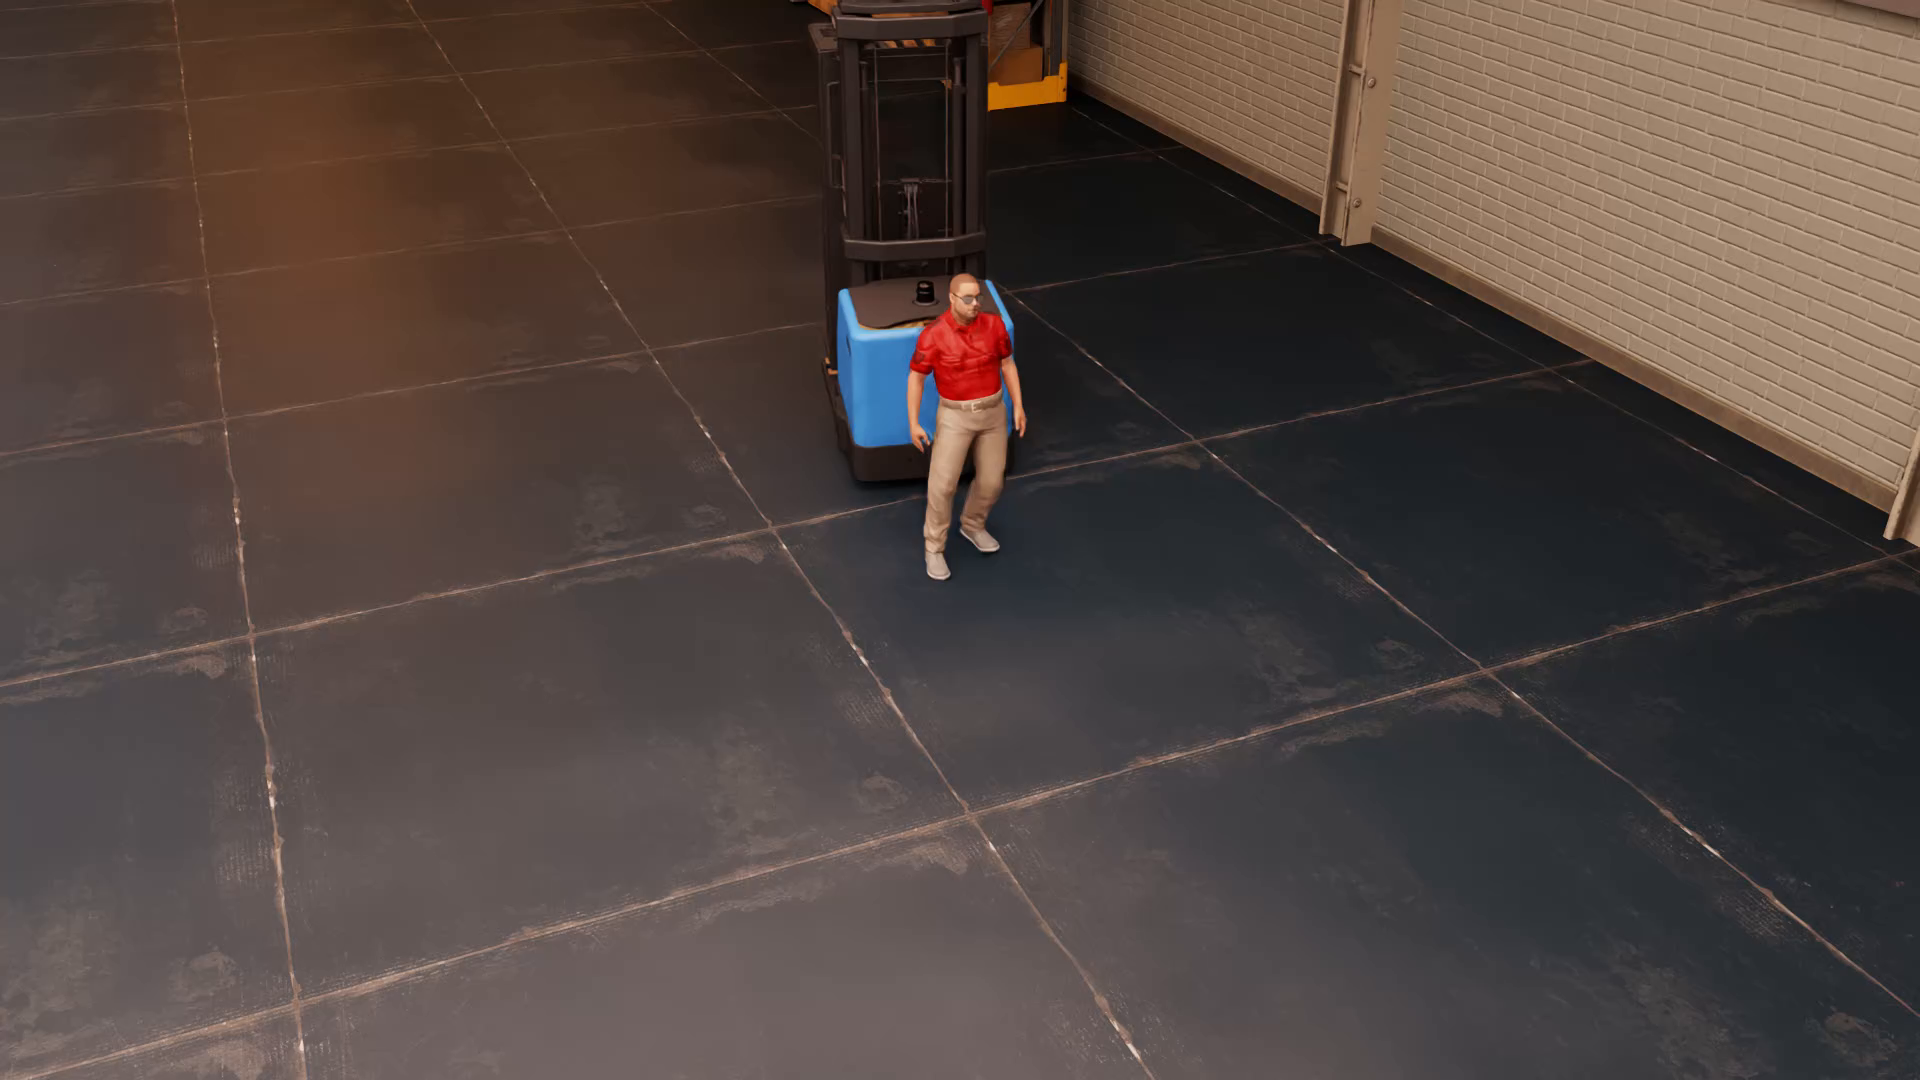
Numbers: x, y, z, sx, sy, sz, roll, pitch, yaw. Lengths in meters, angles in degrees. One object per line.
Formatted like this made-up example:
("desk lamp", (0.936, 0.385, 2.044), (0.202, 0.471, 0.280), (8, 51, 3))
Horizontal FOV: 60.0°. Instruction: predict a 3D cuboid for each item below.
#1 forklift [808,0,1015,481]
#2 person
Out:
("forklift", (-0.404, -2.358, 11.243), (1.130, 2.935, 3.031), (-5, 30, -8))
("person", (0.056, -0.657, 9.531), (0.687, 1.711, 0.566), (-10, 31, -16))
